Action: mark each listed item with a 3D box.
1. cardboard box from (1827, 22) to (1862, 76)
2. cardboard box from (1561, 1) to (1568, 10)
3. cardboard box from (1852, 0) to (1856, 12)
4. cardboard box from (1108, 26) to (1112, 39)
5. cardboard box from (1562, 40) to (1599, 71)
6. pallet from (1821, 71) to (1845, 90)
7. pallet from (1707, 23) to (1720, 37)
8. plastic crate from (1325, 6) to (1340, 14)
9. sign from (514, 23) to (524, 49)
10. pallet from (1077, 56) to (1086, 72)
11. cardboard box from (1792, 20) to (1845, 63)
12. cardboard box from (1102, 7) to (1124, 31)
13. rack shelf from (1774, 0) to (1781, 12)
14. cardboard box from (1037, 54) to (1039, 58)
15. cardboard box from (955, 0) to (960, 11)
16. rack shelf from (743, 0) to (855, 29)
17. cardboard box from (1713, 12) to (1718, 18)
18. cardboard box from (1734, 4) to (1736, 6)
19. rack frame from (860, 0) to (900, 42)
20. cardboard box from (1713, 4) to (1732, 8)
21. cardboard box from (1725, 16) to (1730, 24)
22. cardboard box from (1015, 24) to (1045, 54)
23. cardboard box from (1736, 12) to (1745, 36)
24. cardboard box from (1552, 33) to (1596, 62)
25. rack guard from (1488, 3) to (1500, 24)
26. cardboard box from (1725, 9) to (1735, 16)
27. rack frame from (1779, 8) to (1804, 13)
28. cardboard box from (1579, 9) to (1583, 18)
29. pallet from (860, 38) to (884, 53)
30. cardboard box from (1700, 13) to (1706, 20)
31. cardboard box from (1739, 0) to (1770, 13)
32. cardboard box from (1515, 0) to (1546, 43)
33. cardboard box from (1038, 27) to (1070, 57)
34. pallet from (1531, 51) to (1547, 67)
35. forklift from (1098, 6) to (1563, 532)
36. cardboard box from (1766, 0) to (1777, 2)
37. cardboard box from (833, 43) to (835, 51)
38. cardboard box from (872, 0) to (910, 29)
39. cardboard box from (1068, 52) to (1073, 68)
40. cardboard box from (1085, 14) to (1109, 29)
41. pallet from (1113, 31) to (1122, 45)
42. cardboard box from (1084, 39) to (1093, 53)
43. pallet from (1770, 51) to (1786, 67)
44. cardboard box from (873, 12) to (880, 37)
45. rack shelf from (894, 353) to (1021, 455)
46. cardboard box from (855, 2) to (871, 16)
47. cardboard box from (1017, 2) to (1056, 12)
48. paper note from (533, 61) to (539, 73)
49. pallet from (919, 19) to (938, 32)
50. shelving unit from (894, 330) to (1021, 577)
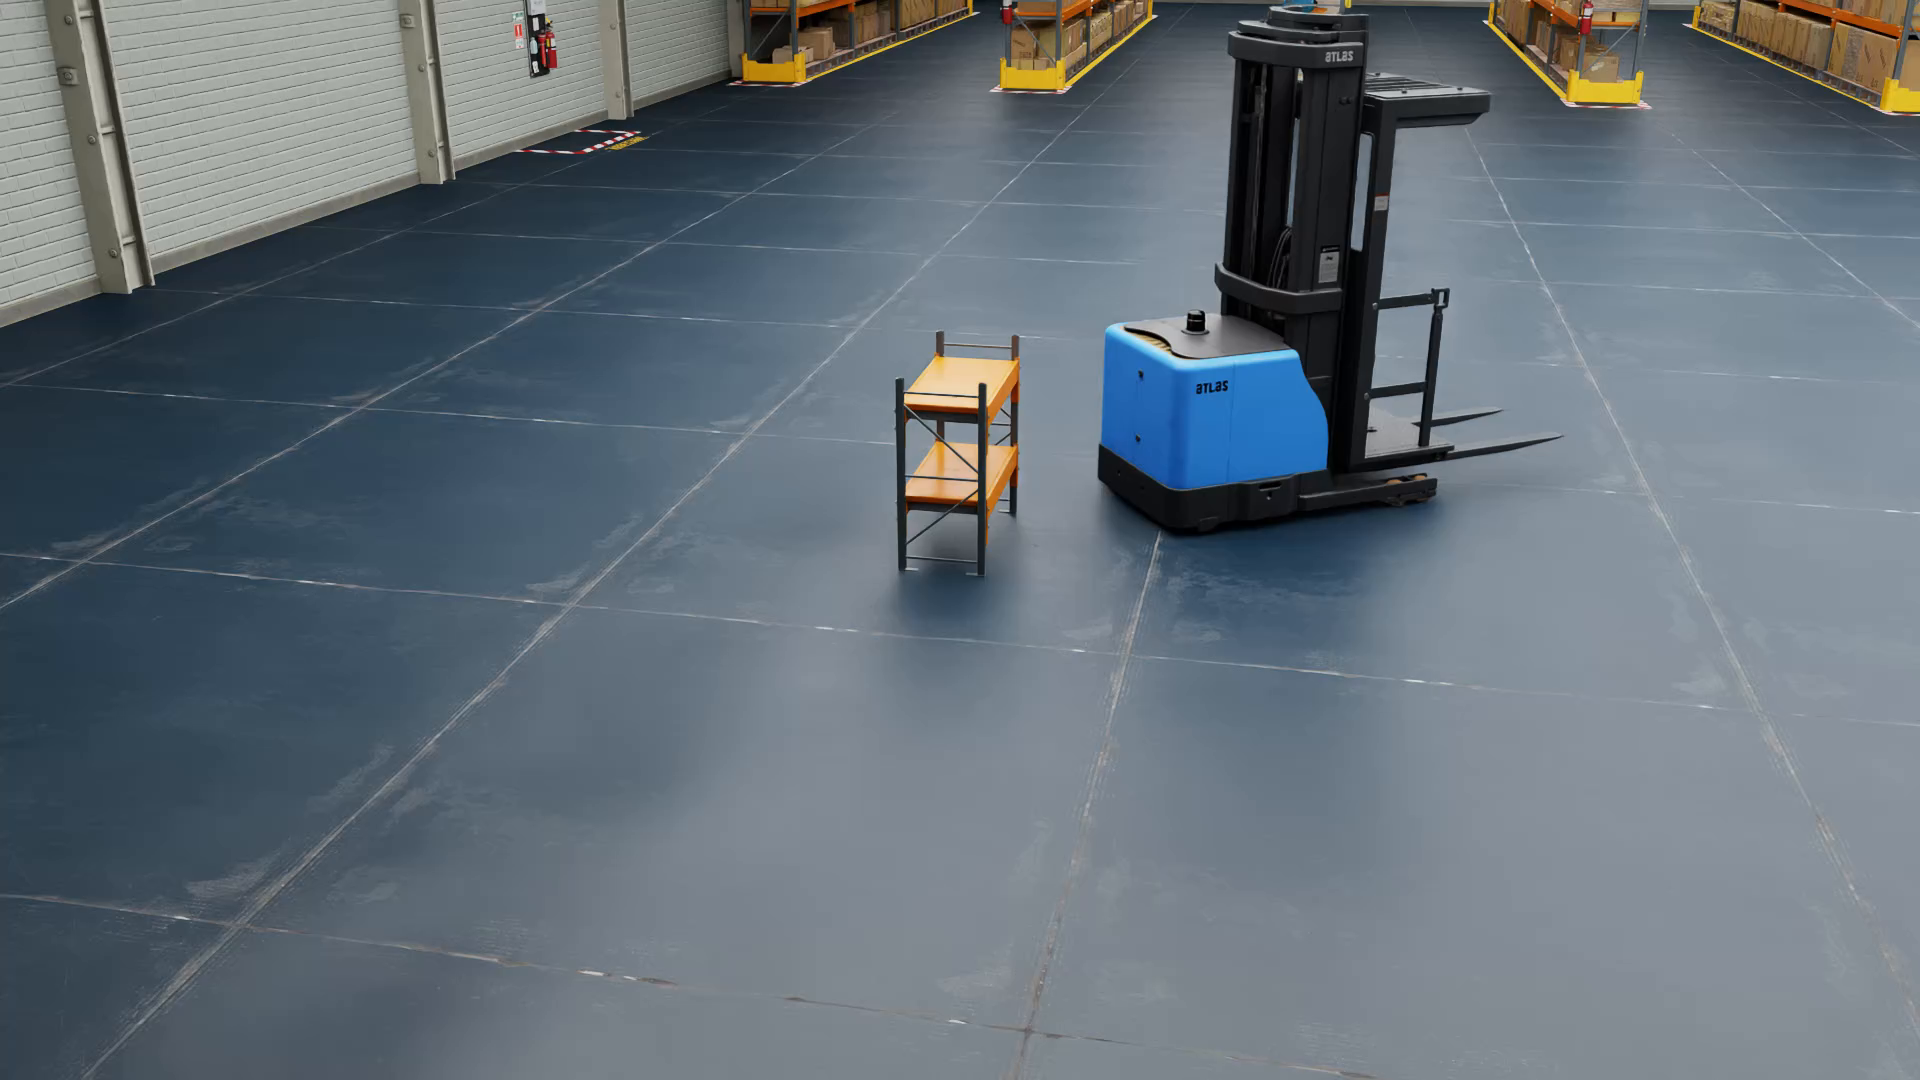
[{"bbox_3d":[16.479,-8.941,30.321,0.875,0.875,0.875,5,22,12],"label":"cardboard box"},{"bbox_3d":[11.282,-9.835,30.594,0.380,0.149,0.250,4,22,11],"label":"cardboard box"},{"bbox_3d":[16.522,-9.687,29.691,0.875,0.550,0.550,4,22,11],"label":"cardboard box"},{"bbox_3d":[3.091,-11.299,37.013,0.500,0.250,0.500,5,22,12],"label":"cardboard box"},{"bbox_3d":[11.611,-9.054,31.102,0.500,0.500,0.500,12,25,28],"label":"cardboard box"},{"bbox_3d":[16.444,-8.391,30.405,1.003,0.211,1.213,4,22,11],"label":"pallet"},{"bbox_3d":[18.657,-12.285,40.073,1.003,0.211,1.213,4,22,11],"label":"pallet"},{"bbox_3d":[6.674,-9.467,29.697,0.298,0.136,0.250,4,22,11],"label":"plastic crate"},{"bbox_3d":[-6.206,-7.090,23.396,0.001,0.329,0.234,4,22,11],"label":"sign"},{"bbox_3d":[1.940,-9.547,33.276,1.003,0.211,1.213,4,22,11],"label":"pallet"},{"bbox_3d":[16.915,-9.694,32.358,1.050,0.750,0.750,4,22,11],"label":"cardboard box"},{"bbox_3d":[3.541,-12.155,38.776,0.500,0.500,0.500,4,22,10],"label":"cardboard box"},{"bbox_3d":[17.900,-11.817,36.143,1.077,0.370,4.000,4,22,11],"label":"rack shelf"},{"bbox_3d":[1.238,-8.987,31.271,0.500,0.250,0.500,4,22,11],"label":"cardboard box"},{"bbox_3d":[-0.405,-14.482,44.580,0.700,0.500,0.500,4,22,11],"label":"cardboard box"},{"bbox_3d":[-3.115,-10.439,32.722,1.077,0.370,4.000,4,22,11],"label":"rack shelf"},{"bbox_3d":[18.572,-12.801,40.480,0.380,0.149,0.250,3,22,8],"label":"cardboard box"},{"bbox_3d":[19.114,-12.999,40.572,0.380,0.149,0.250,4,22,9],"label":"cardboard box"},{"bbox_3d":[-1.890,-12.967,38.036,1.000,3.000,0.127,4,22,11],"label":"rack frame"},{"bbox_3d":[18.534,-12.938,40.420,0.380,0.149,0.250,5,23,13],"label":"cardboard box"},{"bbox_3d":[18.104,-12.132,38.818,0.380,0.149,0.250,3,22,8],"label":"cardboard box"},{"bbox_3d":[1.335,-9.518,31.586,0.500,0.500,0.500,4,22,11],"label":"cardboard box"},{"bbox_3d":[17.898,-11.667,37.592,0.500,0.500,0.500,5,23,13],"label":"cardboard box"},{"bbox_3d":[11.987,-9.639,32.529,0.700,0.500,0.500,3,22,7],"label":"cardboard box"},{"bbox_3d":[14.294,-13.609,42.976,1.175,0.500,0.348,4,22,11],"label":"rack guard"},{"bbox_3d":[18.183,-12.369,39.007,0.380,0.149,0.250,4,22,10],"label":"cardboard box"},{"bbox_3d":[17.492,-11.419,34.192,1.000,3.000,0.127,4,22,11],"label":"rack frame"},{"bbox_3d":[10.933,-9.099,28.767,0.380,0.149,0.250,4,22,11],"label":"cardboard box"},{"bbox_3d":[-2.302,-10.943,36.743,1.003,0.211,1.213,4,22,11],"label":"pallet"},{"bbox_3d":[18.704,-13.050,41.496,0.380,0.149,0.250,5,22,12],"label":"cardboard box"},{"bbox_3d":[17.899,-12.015,37.452,0.500,0.250,0.500,3,22,9],"label":"cardboard box"},{"bbox_3d":[12.818,-11.294,36.164,1.225,0.875,0.875,3,22,8],"label":"cardboard box"},{"bbox_3d":[1.755,-9.295,31.031,0.500,0.500,0.500,4,22,11],"label":"cardboard box"},{"bbox_3d":[12.245,-9.810,33.930,1.003,0.211,1.213,4,22,11],"label":"pallet"},{"bbox_3d":[2.449,-1.743,10.257,3.031,2.935,1.130,-9,23,-20],"label":"forklift"},{"bbox_3d":[18.404,-11.974,37.349,0.500,0.250,0.500,4,22,9],"label":"cardboard box"},{"bbox_3d":[-2.786,-10.196,34.359,0.380,0.166,0.250,2,22,4],"label":"cardboard box"},{"bbox_3d":[-1.612,-12.424,39.002,0.750,0.750,0.750,4,22,10],"label":"cardboard box"},{"bbox_3d":[1.856,-9.130,31.626,0.500,0.250,0.500,4,22,11],"label":"cardboard box"},{"bbox_3d":[2.995,-11.370,36.436,0.500,0.311,0.500,4,22,10],"label":"cardboard box"},{"bbox_3d":[3.149,-11.568,38.293,1.003,0.211,1.213,4,22,11],"label":"pallet"},{"bbox_3d":[2.469,-10.176,34.224,0.500,0.250,0.500,4,22,10],"label":"cardboard box"},{"bbox_3d":[17.257,-9.843,34.012,1.003,0.211,1.213,4,22,11],"label":"pallet"},{"bbox_3d":[-2.205,-11.565,37.311,0.700,0.500,0.500,4,22,11],"label":"cardboard box"},{"bbox_3d":[0.001,-0.796,9.540,0.538,0.278,1.000,4,22,11],"label":"rack shelf"},{"bbox_3d":[-2.264,-11.700,36.643,0.500,0.250,0.500,4,22,11],"label":"cardboard box"},{"bbox_3d":[1.435,-9.881,30.240,0.700,0.500,0.500,4,22,11],"label":"cardboard box"},{"bbox_3d":[-6.096,-6.800,23.902,0.016,0.148,0.142,4,22,11],"label":"paper note"},{"bbox_3d":[-1.158,-12.849,41.474,1.003,0.211,1.213,4,22,11],"label":"pallet"},{"bbox_3d":[0.001,-0.524,9.650,0.538,1.125,1.048,4,22,11],"label":"shelving unit"}]
